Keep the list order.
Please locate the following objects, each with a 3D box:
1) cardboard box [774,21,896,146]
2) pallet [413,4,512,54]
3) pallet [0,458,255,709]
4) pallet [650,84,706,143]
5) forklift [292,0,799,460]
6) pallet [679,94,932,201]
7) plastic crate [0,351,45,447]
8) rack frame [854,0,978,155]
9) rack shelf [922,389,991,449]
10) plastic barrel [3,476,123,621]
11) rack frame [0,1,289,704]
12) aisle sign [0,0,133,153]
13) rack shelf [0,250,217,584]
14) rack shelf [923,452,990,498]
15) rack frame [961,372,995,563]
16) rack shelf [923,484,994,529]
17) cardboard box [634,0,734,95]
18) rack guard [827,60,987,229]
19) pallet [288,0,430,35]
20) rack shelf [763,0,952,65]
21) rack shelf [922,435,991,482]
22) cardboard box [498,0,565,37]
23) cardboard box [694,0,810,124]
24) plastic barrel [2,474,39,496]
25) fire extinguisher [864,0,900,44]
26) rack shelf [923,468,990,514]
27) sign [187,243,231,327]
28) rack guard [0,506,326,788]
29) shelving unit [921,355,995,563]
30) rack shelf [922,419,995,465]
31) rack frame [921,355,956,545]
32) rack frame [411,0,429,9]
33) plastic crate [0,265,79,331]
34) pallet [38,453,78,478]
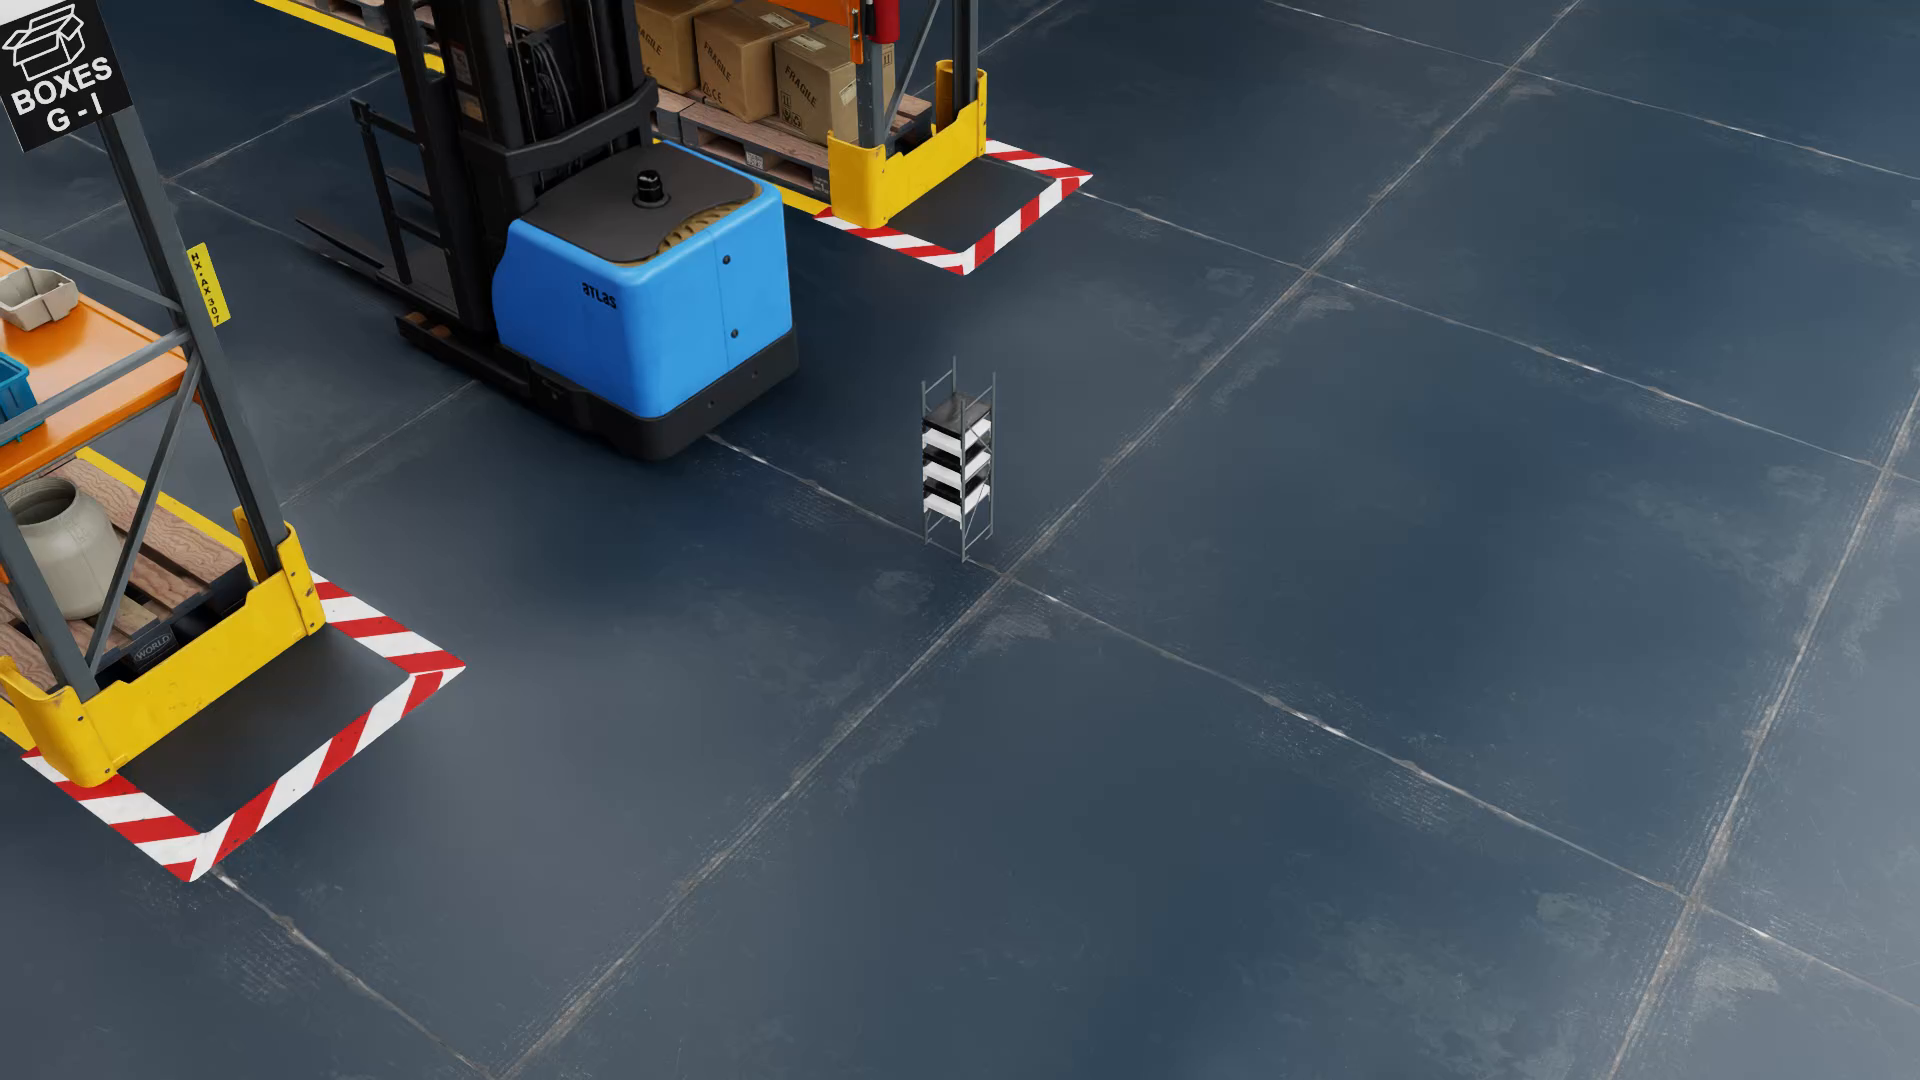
[{"bbox_3d":[-0.732,-2.700,9.826,0.500,0.500,0.500,-33,51,-31],"label":"cardboard box"},{"bbox_3d":[-2.935,-3.482,11.231,1.213,0.211,1.003,25,48,25],"label":"pallet"},{"bbox_3d":[-3.825,0.199,7.118,1.213,0.211,1.003,25,48,25],"label":"pallet"},{"bbox_3d":[-1.932,-3.015,10.710,1.213,0.211,1.003,25,48,25],"label":"pallet"},{"bbox_3d":[-2.286,-2.279,7.847,3.031,2.935,1.130,27,49,27],"label":"forklift"},{"bbox_3d":[-0.937,-2.548,10.187,1.213,0.211,1.003,25,48,25],"label":"pallet"},{"bbox_3d":[-3.656,-0.496,5.915,0.616,0.251,0.499,25,48,25],"label":"plastic crate"},{"bbox_3d":[-0.230,-3.227,8.856,0.127,3.000,1.000,25,48,25],"label":"rack frame"},{"bbox_3d":[-0.007,-0.515,7.044,0.200,0.077,0.258,25,48,25],"label":"rack shelf"},{"bbox_3d":[-3.657,0.037,6.758,0.421,0.512,0.421,0,42,0],"label":"plastic barrel"},{"bbox_3d":[-3.074,-0.523,5.834,0.127,3.000,1.000,25,48,25],"label":"rack frame"},{"bbox_3d":[-2.847,-1.624,5.115,0.004,0.787,0.394,25,48,25],"label":"aisle sign"},{"bbox_3d":[-4.712,-1.021,6.929,4.000,0.370,1.077,25,48,25],"label":"rack shelf"},{"bbox_3d":[-0.007,-0.314,7.224,0.200,0.077,0.258,25,48,25],"label":"rack shelf"},{"bbox_3d":[0.077,-0.300,7.158,0.006,0.900,0.240,25,48,25],"label":"rack frame"},{"bbox_3d":[-0.007,-0.179,7.344,0.200,0.077,0.258,25,48,25],"label":"rack shelf"},{"bbox_3d":[-1.743,-3.161,10.341,0.500,0.500,0.500,30,50,29],"label":"cardboard box"},{"bbox_3d":[-0.292,-2.325,9.722,0.348,0.500,1.175,25,48,25],"label":"rack guard"},{"bbox_3d":[-4.143,-4.017,11.829,1.213,0.211,1.003,25,48,25],"label":"pallet"},{"bbox_3d":[-1.868,-3.725,9.951,4.000,0.370,1.077,25,48,25],"label":"rack shelf"},{"bbox_3d":[-0.007,-0.381,7.164,0.200,0.077,0.258,25,48,25],"label":"rack shelf"},{"bbox_3d":[-2.727,-3.594,10.825,0.500,0.500,0.500,-26,48,-26],"label":"cardboard box"},{"bbox_3d":[-1.241,-2.911,10.061,0.500,0.500,0.500,-29,49,-28],"label":"cardboard box"},{"bbox_3d":[-4.067,-0.155,6.973,0.421,0.512,0.421,0,42,0],"label":"plastic barrel"},{"bbox_3d":[-0.401,-2.903,8.551,0.183,0.674,0.296,25,48,25],"label":"fire extinguisher"},{"bbox_3d":[-0.007,-0.247,7.284,0.200,0.077,0.258,25,48,25],"label":"rack shelf"},{"bbox_3d":[-2.755,-0.925,6.075,0.005,0.325,0.100,25,48,25],"label":"sign"},{"bbox_3d":[-3.163,0.405,6.671,0.348,0.500,1.175,25,48,25],"label":"rack guard"},{"bbox_3d":[-0.007,-0.338,7.202,0.210,0.900,0.258,25,48,25],"label":"shelving unit"},{"bbox_3d":[-0.007,-0.448,7.104,0.200,0.077,0.258,25,48,25],"label":"rack shelf"},{"bbox_3d":[-0.090,-0.377,7.245,0.006,0.900,0.240,25,48,25],"label":"rack frame"},{"bbox_3d":[-3.505,-4.759,10.567,0.127,3.000,1.000,25,48,25],"label":"rack frame"},{"bbox_3d":[-3.622,-0.943,6.501,0.250,0.136,0.298,25,48,25],"label":"plastic crate"},{"bbox_3d":[-4.820,-0.269,7.641,1.213,0.211,1.003,25,48,25],"label":"pallet"}]
